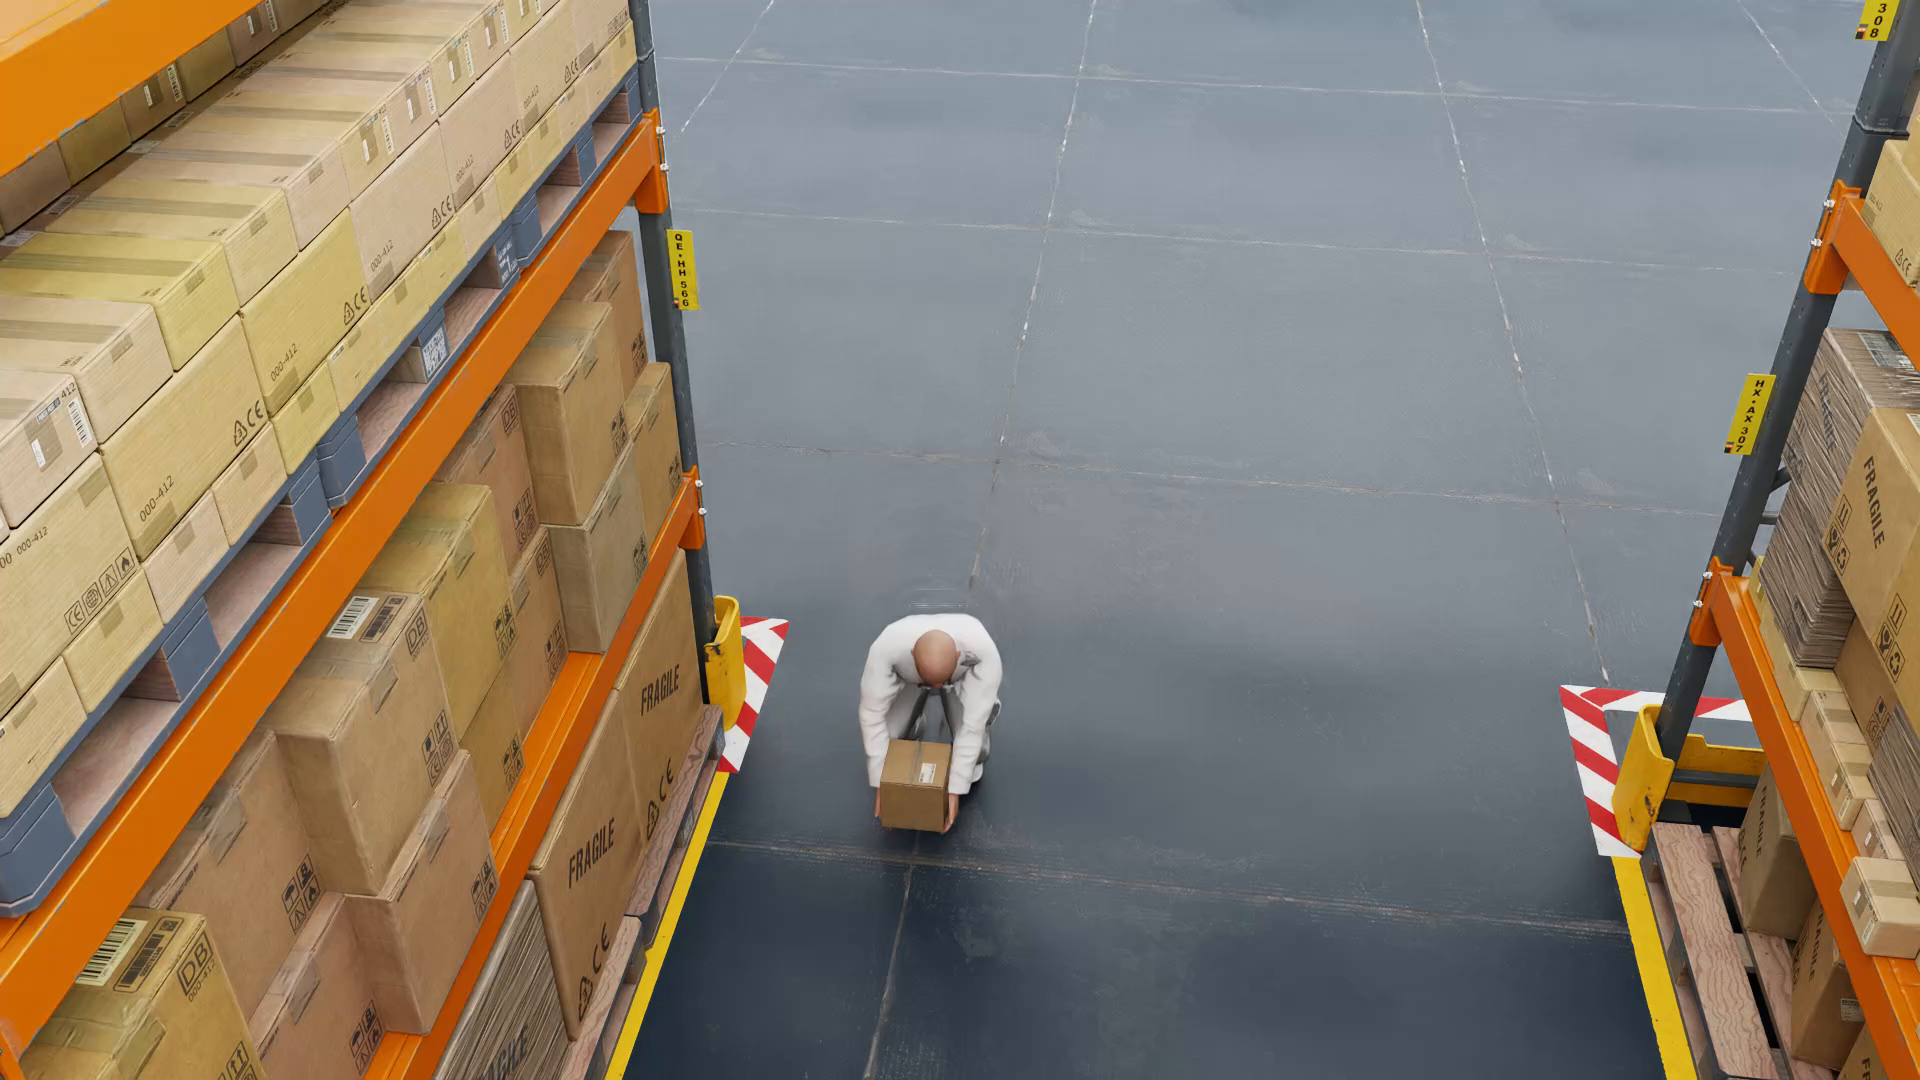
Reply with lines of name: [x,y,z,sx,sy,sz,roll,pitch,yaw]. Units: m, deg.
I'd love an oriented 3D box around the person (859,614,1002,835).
person: [-0.122,0.639,6.842,0.593,0.994,0.910,4,36,6]
